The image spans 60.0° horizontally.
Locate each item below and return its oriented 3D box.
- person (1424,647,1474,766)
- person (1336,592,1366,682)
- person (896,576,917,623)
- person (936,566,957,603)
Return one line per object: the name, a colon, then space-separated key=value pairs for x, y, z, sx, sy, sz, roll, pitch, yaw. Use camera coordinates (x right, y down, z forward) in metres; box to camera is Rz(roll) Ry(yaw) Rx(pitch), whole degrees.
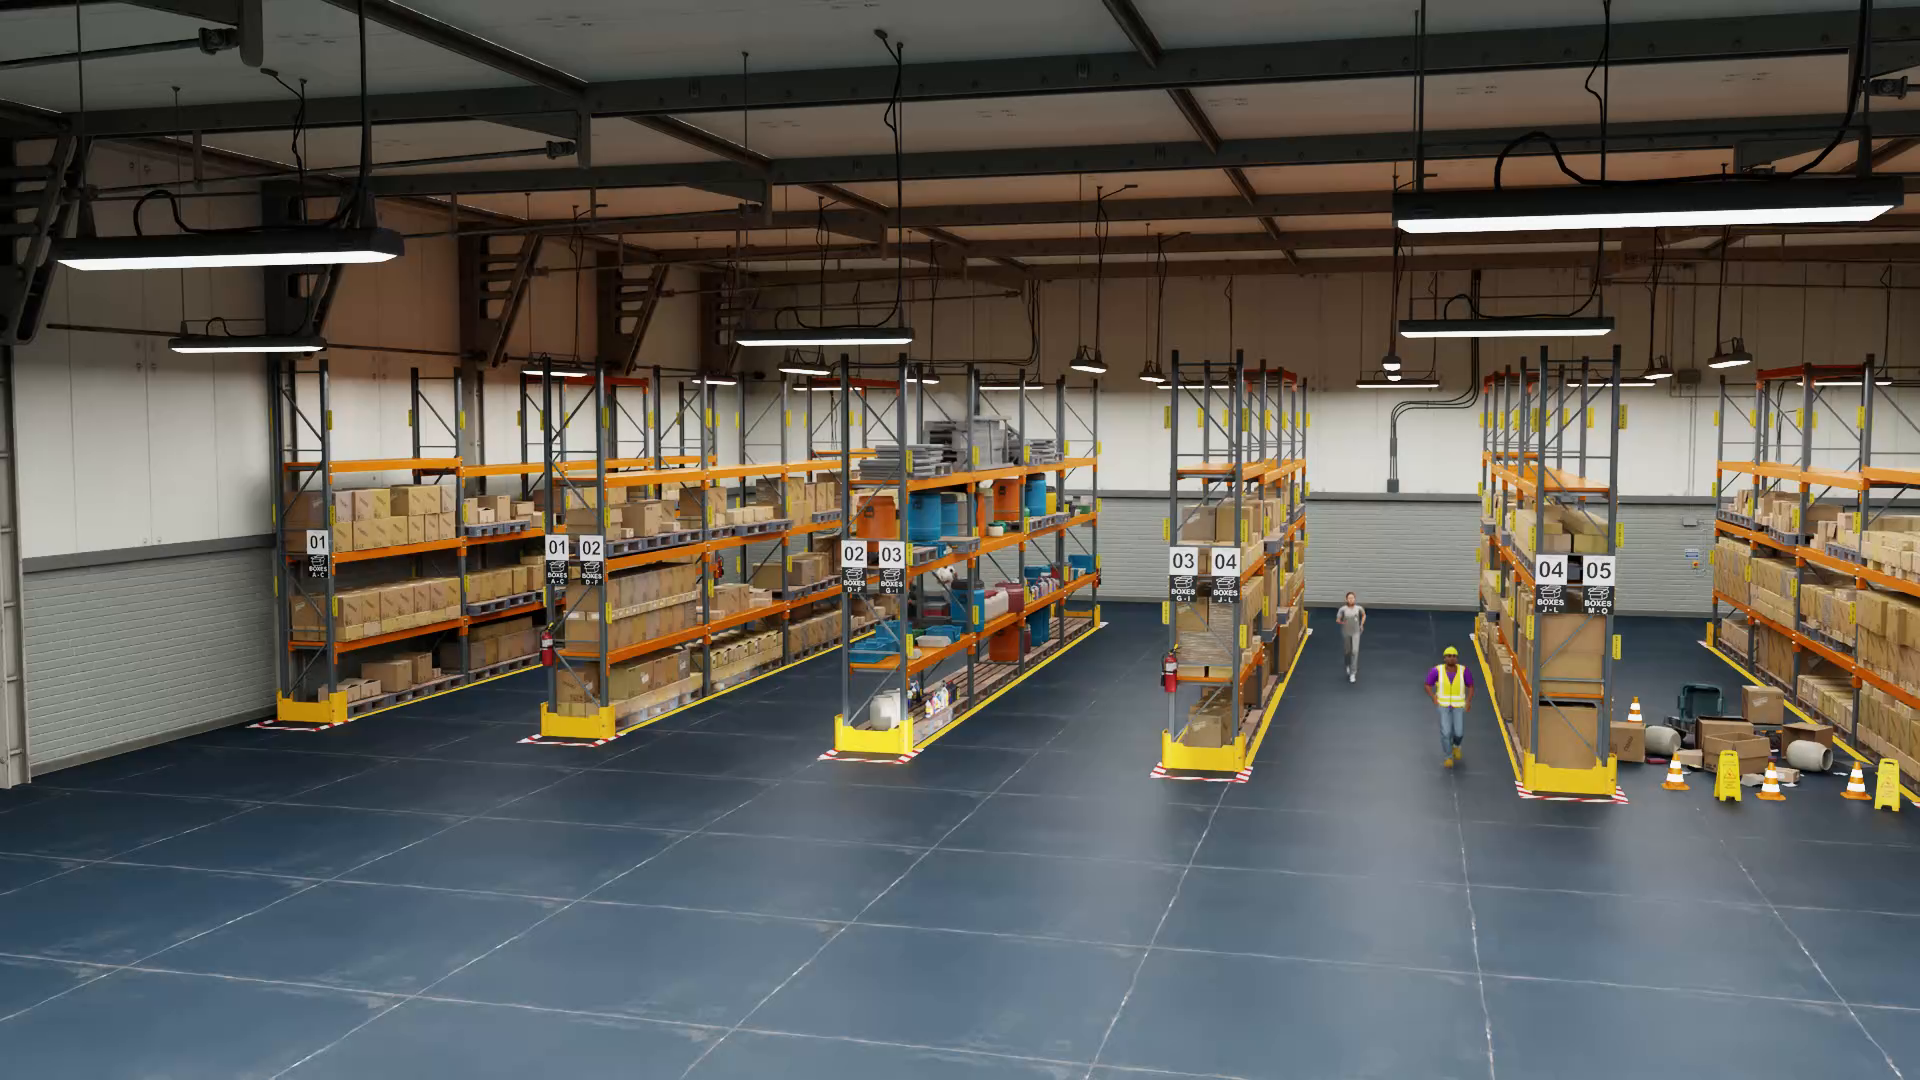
person: x=7.092 y=2.403 z=24.116 sx=0.706 sy=1.728 sz=0.575 roll=1 pitch=4 yaw=13
person: x=7.552 y=1.846 z=32.150 sx=0.566 sy=1.684 sz=0.956 roll=1 pitch=4 yaw=13
person: x=-1.018 y=1.556 z=32.373 sx=0.636 sy=1.836 sz=0.695 roll=1 pitch=4 yaw=16
person: x=-0.290 y=1.245 z=41.025 sx=0.640 sy=1.737 sz=0.676 roll=0 pitch=4 yaw=-7
